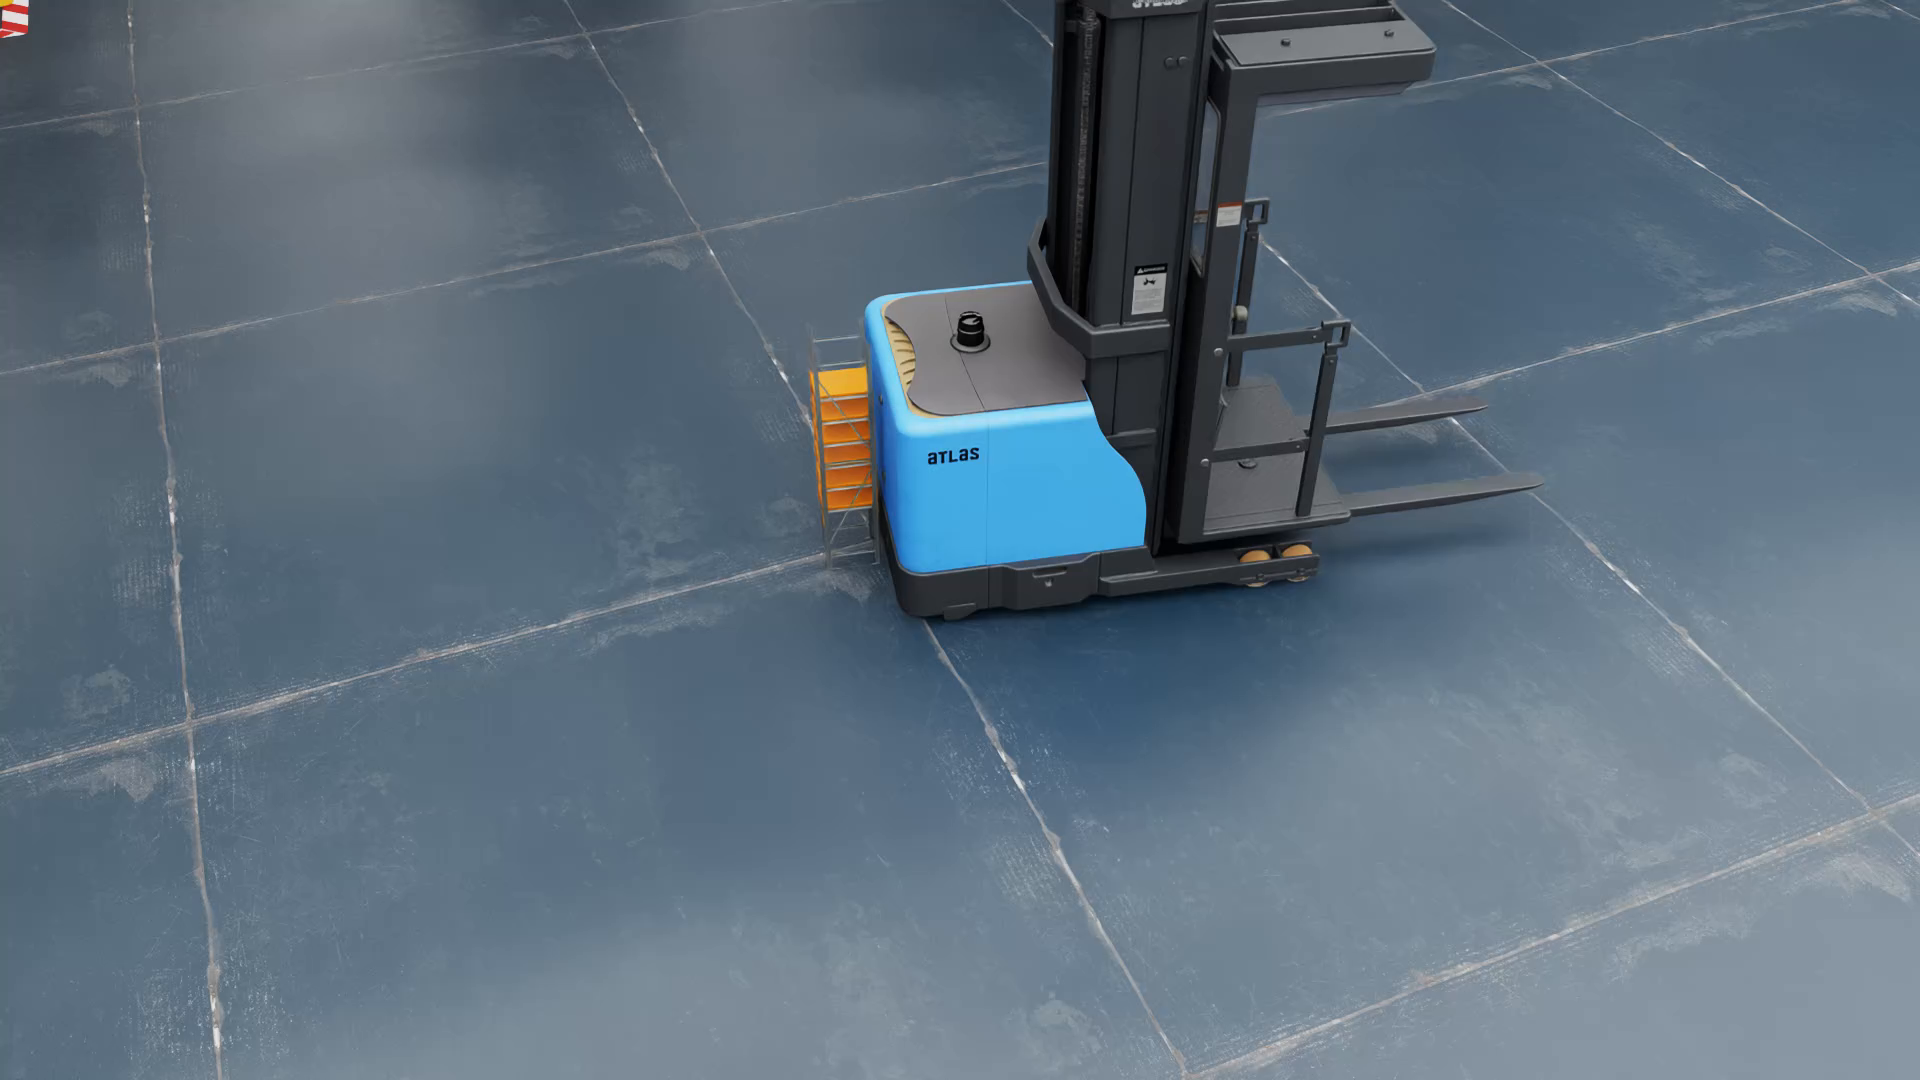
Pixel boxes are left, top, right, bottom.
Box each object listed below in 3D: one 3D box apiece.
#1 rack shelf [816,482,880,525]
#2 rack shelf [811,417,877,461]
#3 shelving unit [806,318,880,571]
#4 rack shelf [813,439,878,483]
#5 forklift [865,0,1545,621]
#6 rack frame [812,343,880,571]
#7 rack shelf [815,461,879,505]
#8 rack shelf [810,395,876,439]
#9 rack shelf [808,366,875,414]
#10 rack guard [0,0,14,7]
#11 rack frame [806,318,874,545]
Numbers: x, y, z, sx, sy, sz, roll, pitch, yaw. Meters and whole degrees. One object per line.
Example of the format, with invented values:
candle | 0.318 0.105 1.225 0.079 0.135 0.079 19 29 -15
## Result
rack shelf | -0.498 -0.175 7.388 0.258 0.103 0.180 -7 41 -8
rack shelf | -0.498 -0.448 7.153 0.258 0.103 0.180 -7 41 -8
shelving unit | -0.498 -0.390 7.202 0.258 1.200 0.189 -7 41 -8
rack shelf | -0.498 -0.357 7.231 0.258 0.103 0.180 -7 41 -8
forklift | 1.140 -1.234 6.856 3.031 2.935 1.130 -7 41 -8
rack frame | -0.481 -0.332 7.134 0.240 1.200 0.006 -7 41 -8
rack shelf | -0.498 -0.266 7.309 0.258 0.103 0.180 -7 41 -8
rack shelf | -0.499 -0.539 7.074 0.258 0.103 0.180 -7 41 -8
rack shelf | -0.499 -0.630 6.996 0.258 0.103 0.180 -7 41 -8
rack guard | -7.583 -4.091 12.043 1.175 0.500 0.348 -15 43 -17
rack frame | -0.515 -0.449 7.270 0.240 1.200 0.006 -7 41 -8
